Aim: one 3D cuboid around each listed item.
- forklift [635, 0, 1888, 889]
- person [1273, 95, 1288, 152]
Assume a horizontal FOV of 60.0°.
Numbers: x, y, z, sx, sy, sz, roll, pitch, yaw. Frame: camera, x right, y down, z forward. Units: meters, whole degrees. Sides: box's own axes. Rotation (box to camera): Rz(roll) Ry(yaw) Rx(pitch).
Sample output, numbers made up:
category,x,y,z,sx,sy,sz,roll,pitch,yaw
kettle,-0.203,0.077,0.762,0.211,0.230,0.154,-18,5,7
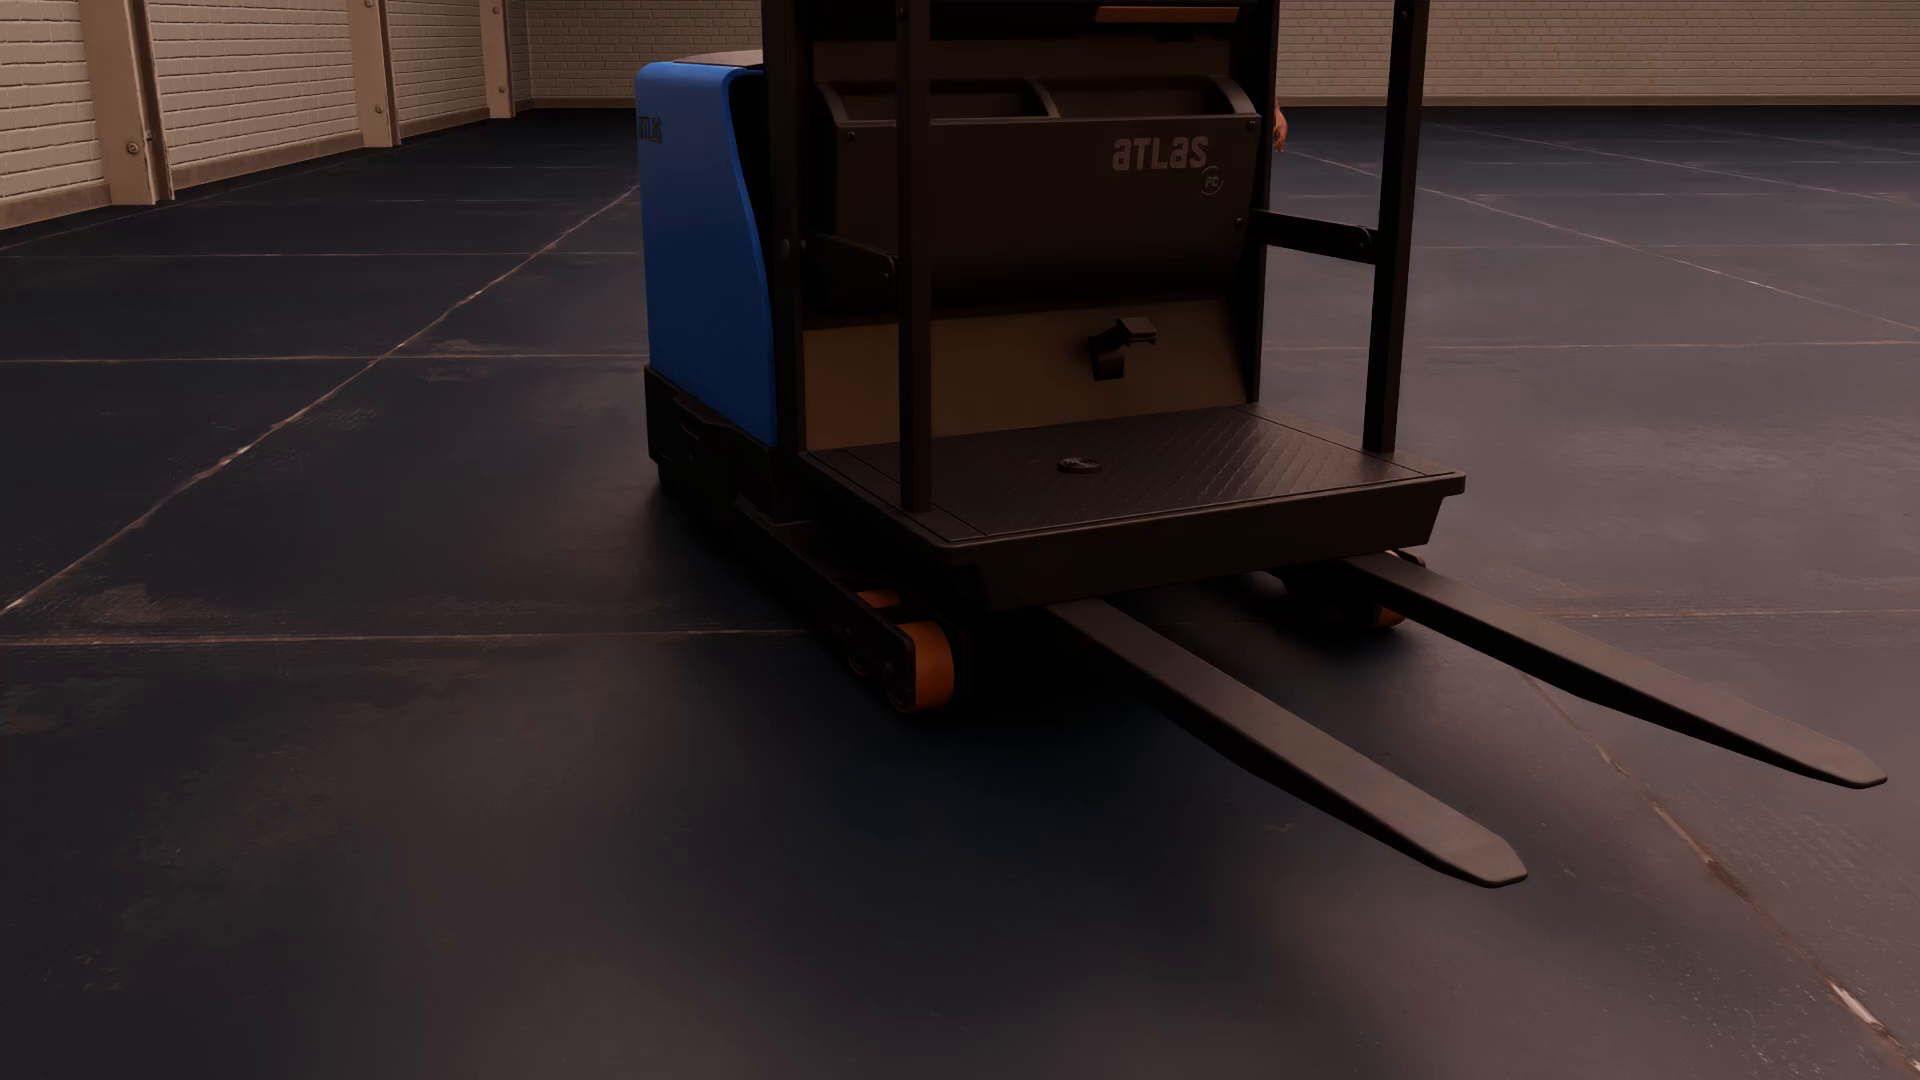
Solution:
category,x,y,z,sx,sy,sz,roll,pitch,yaw
forklift,0.258,-1.240,2.962,1.130,2.935,3.031,-8,19,-24
person,0.895,-1.627,6.479,0.891,1.640,0.721,9,19,26
